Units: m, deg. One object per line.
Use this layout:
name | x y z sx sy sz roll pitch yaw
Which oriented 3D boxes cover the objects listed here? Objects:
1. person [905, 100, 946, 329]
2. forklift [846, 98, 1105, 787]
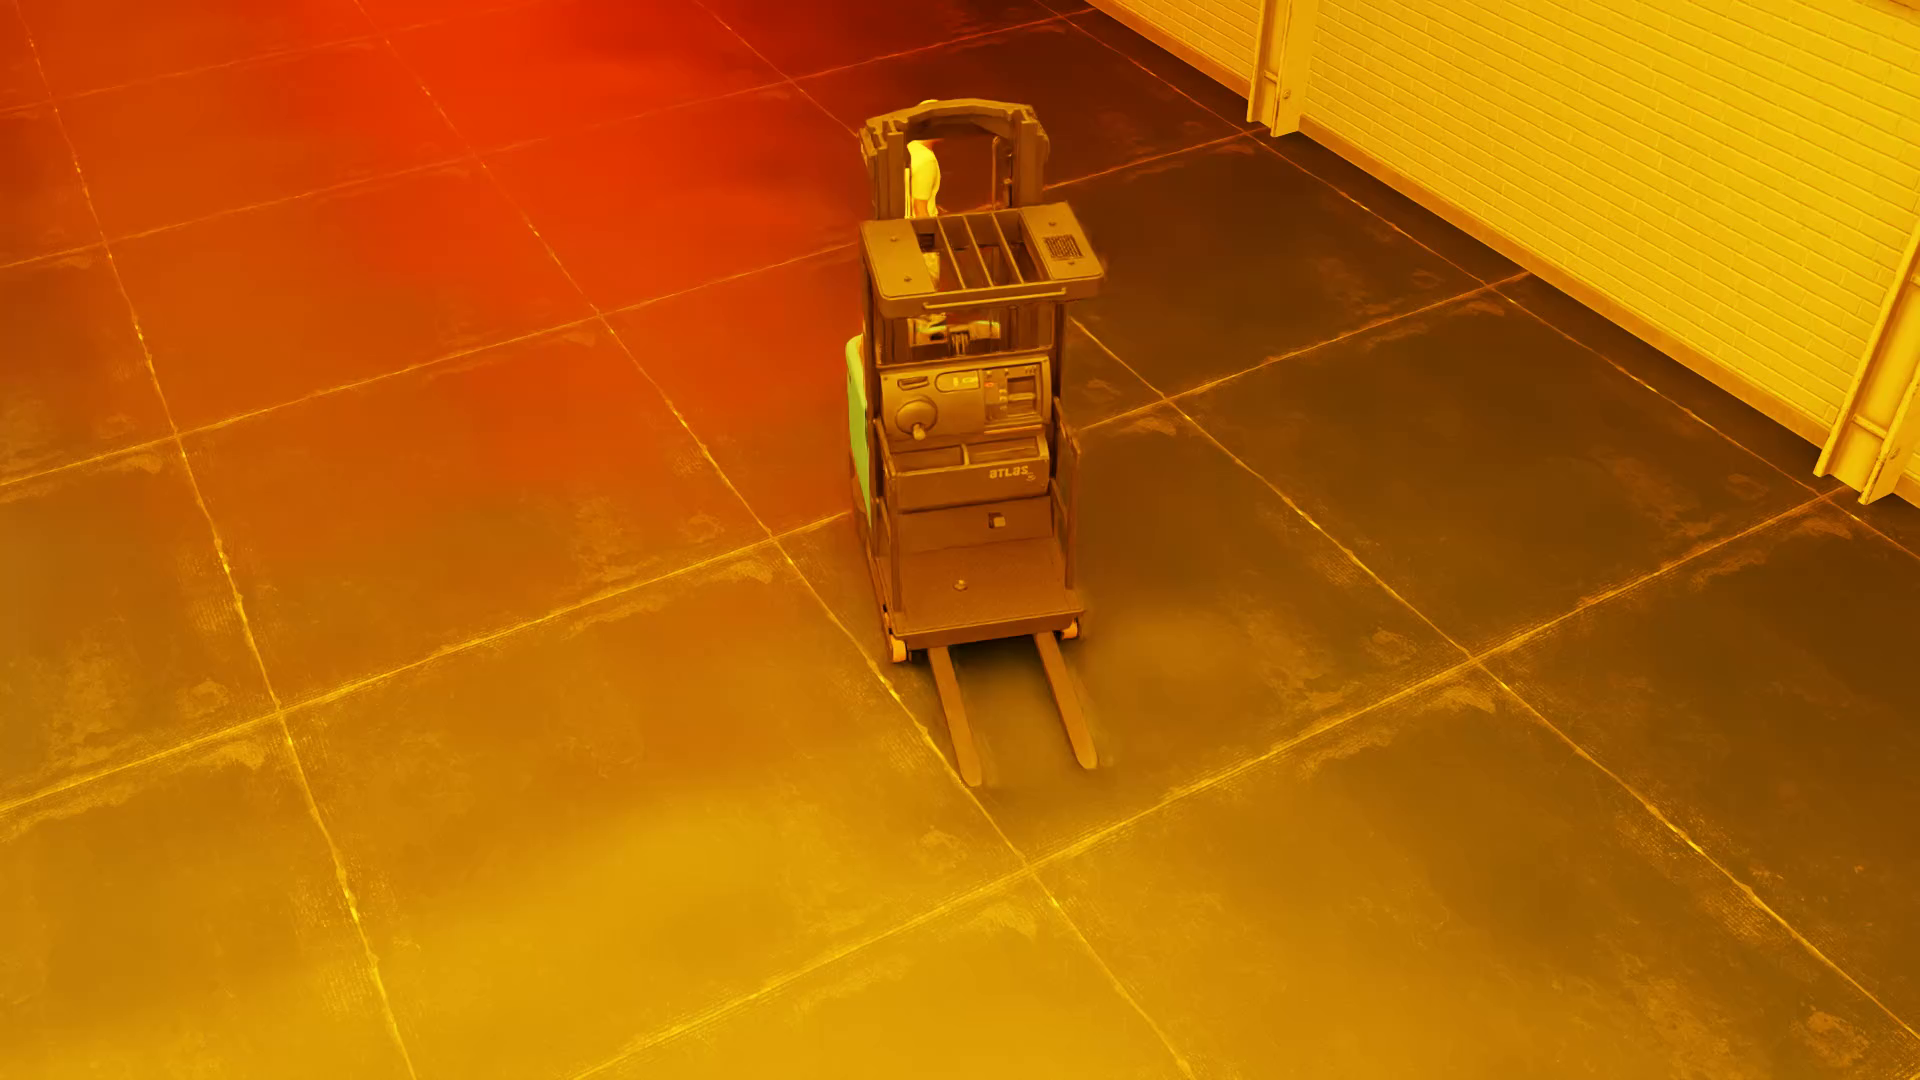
person | -0.256 -2.214 11.616 0.453 1.771 0.616 -6 40 -7
forklift | 0.080 -0.690 8.868 1.130 2.935 3.031 -7 40 -9
